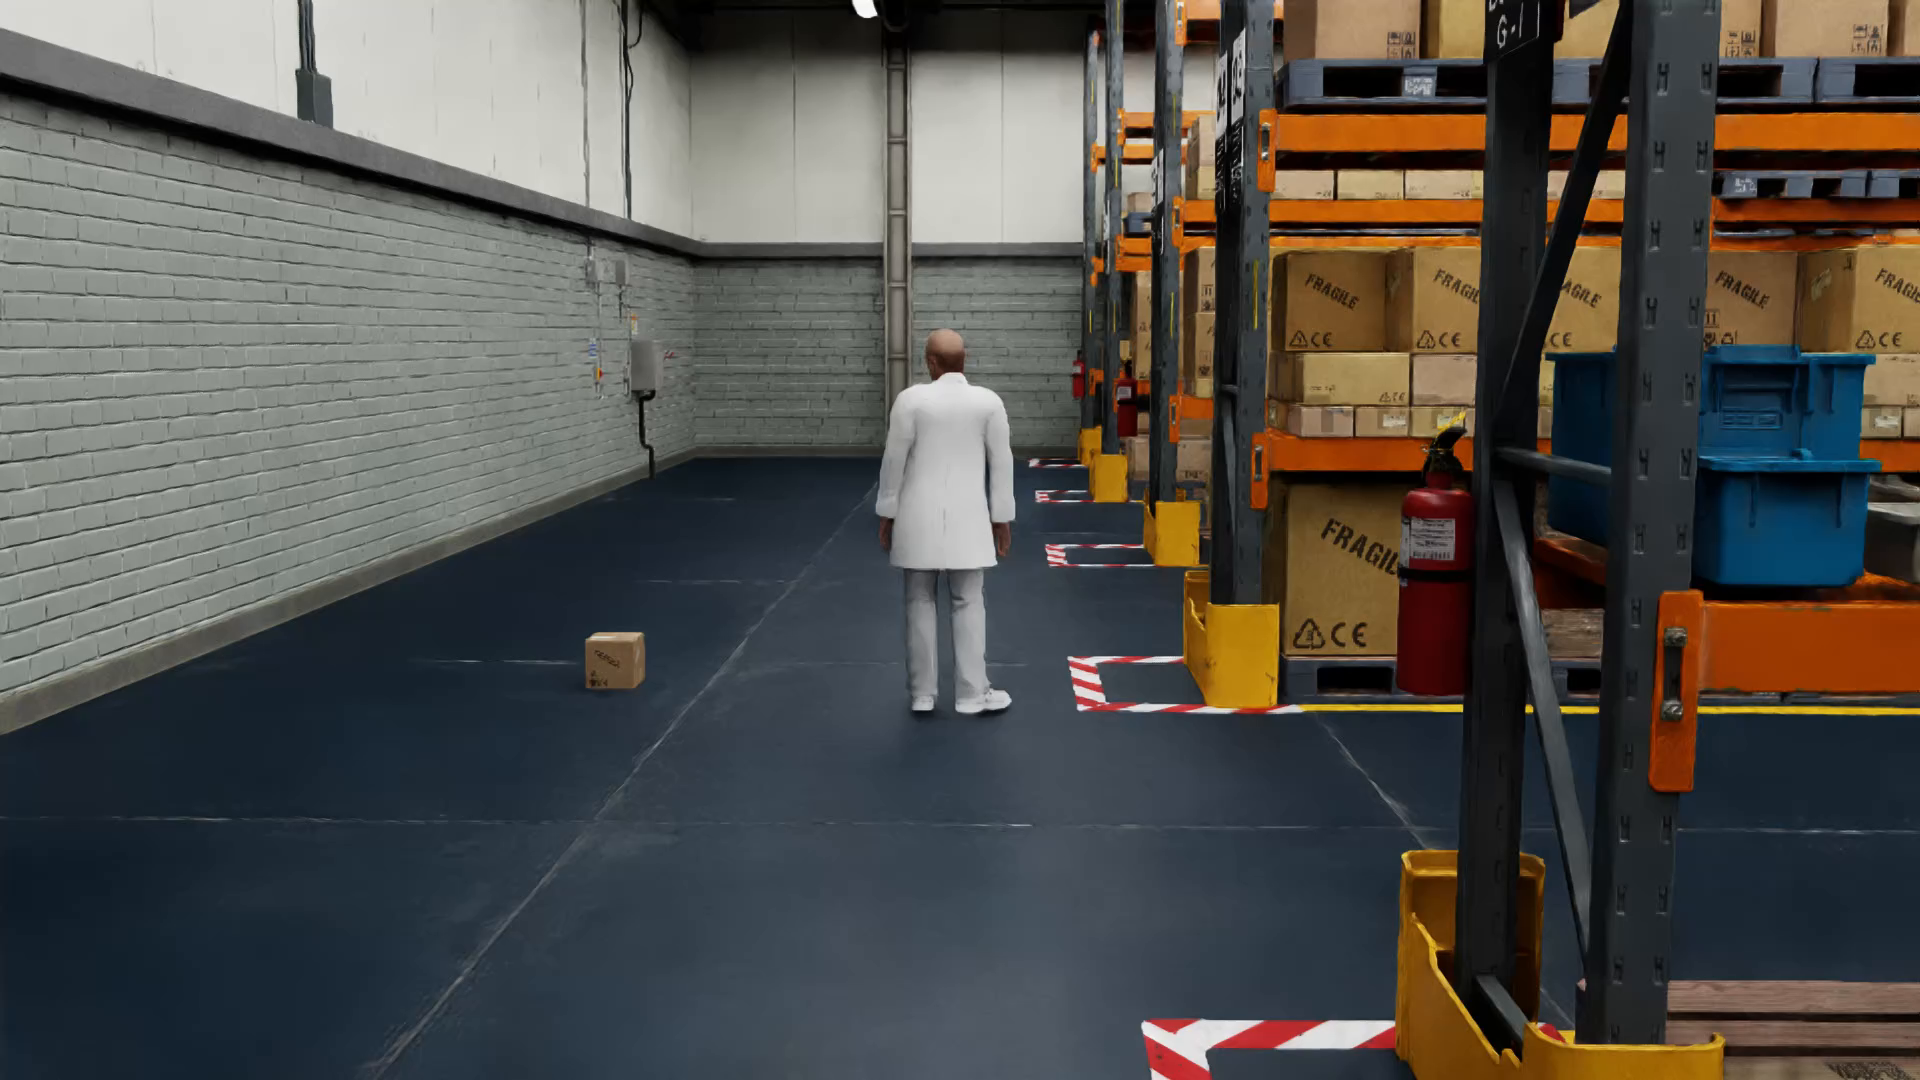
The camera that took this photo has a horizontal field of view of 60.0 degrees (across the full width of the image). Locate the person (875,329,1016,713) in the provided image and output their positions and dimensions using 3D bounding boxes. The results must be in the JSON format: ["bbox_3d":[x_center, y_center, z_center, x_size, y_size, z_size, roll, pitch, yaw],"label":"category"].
[{"bbox_3d":[-0.070,-0.029,7.811,0.660,1.669,0.422,-1,7,-6],"label":"person"}]
